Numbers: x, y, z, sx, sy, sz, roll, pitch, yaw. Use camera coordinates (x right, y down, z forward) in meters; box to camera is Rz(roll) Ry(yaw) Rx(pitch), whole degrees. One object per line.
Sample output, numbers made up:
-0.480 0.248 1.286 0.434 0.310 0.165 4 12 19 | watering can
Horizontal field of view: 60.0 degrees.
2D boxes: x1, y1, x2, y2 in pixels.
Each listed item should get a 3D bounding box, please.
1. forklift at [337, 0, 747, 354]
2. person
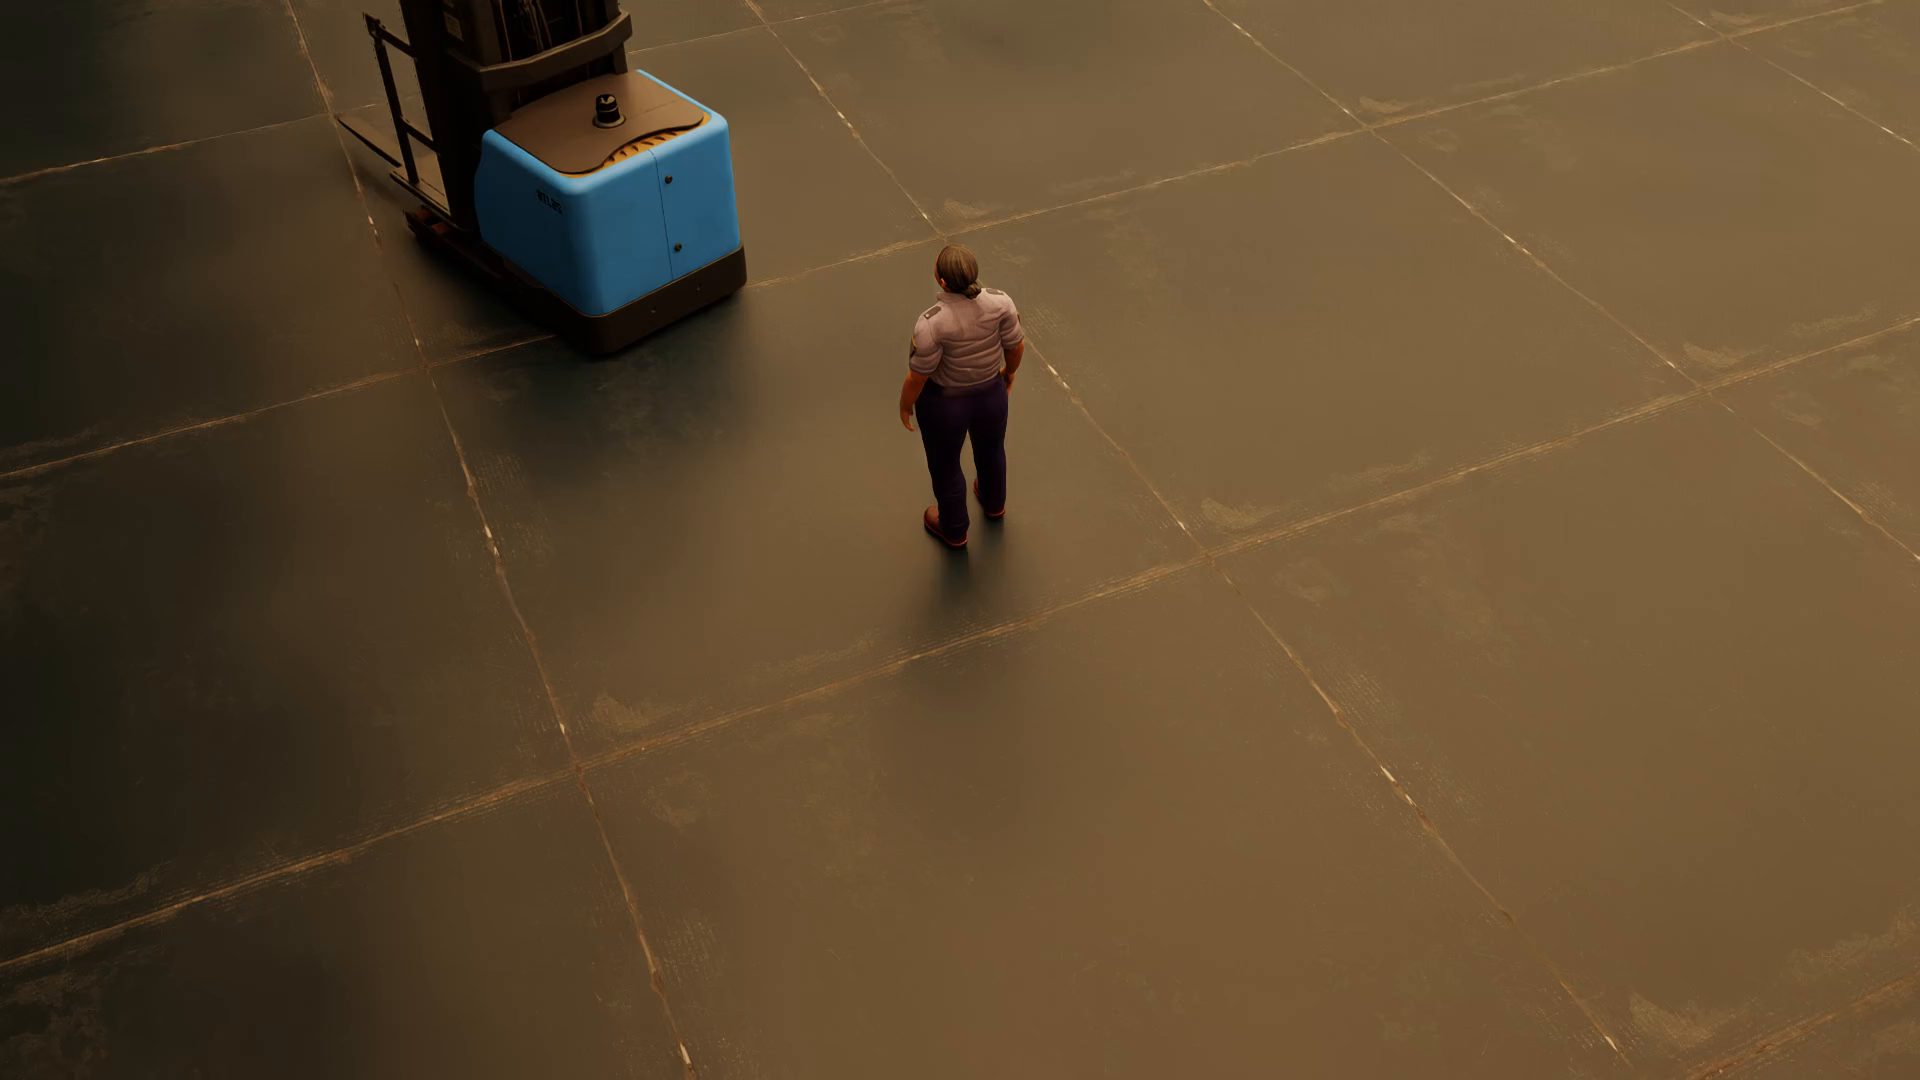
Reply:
-2.574 -2.958 8.849 1.130 2.935 3.031 -34 52 -31 | forklift
-0.017 -0.670 7.328 0.598 1.651 0.502 -18 46 -18 | person
